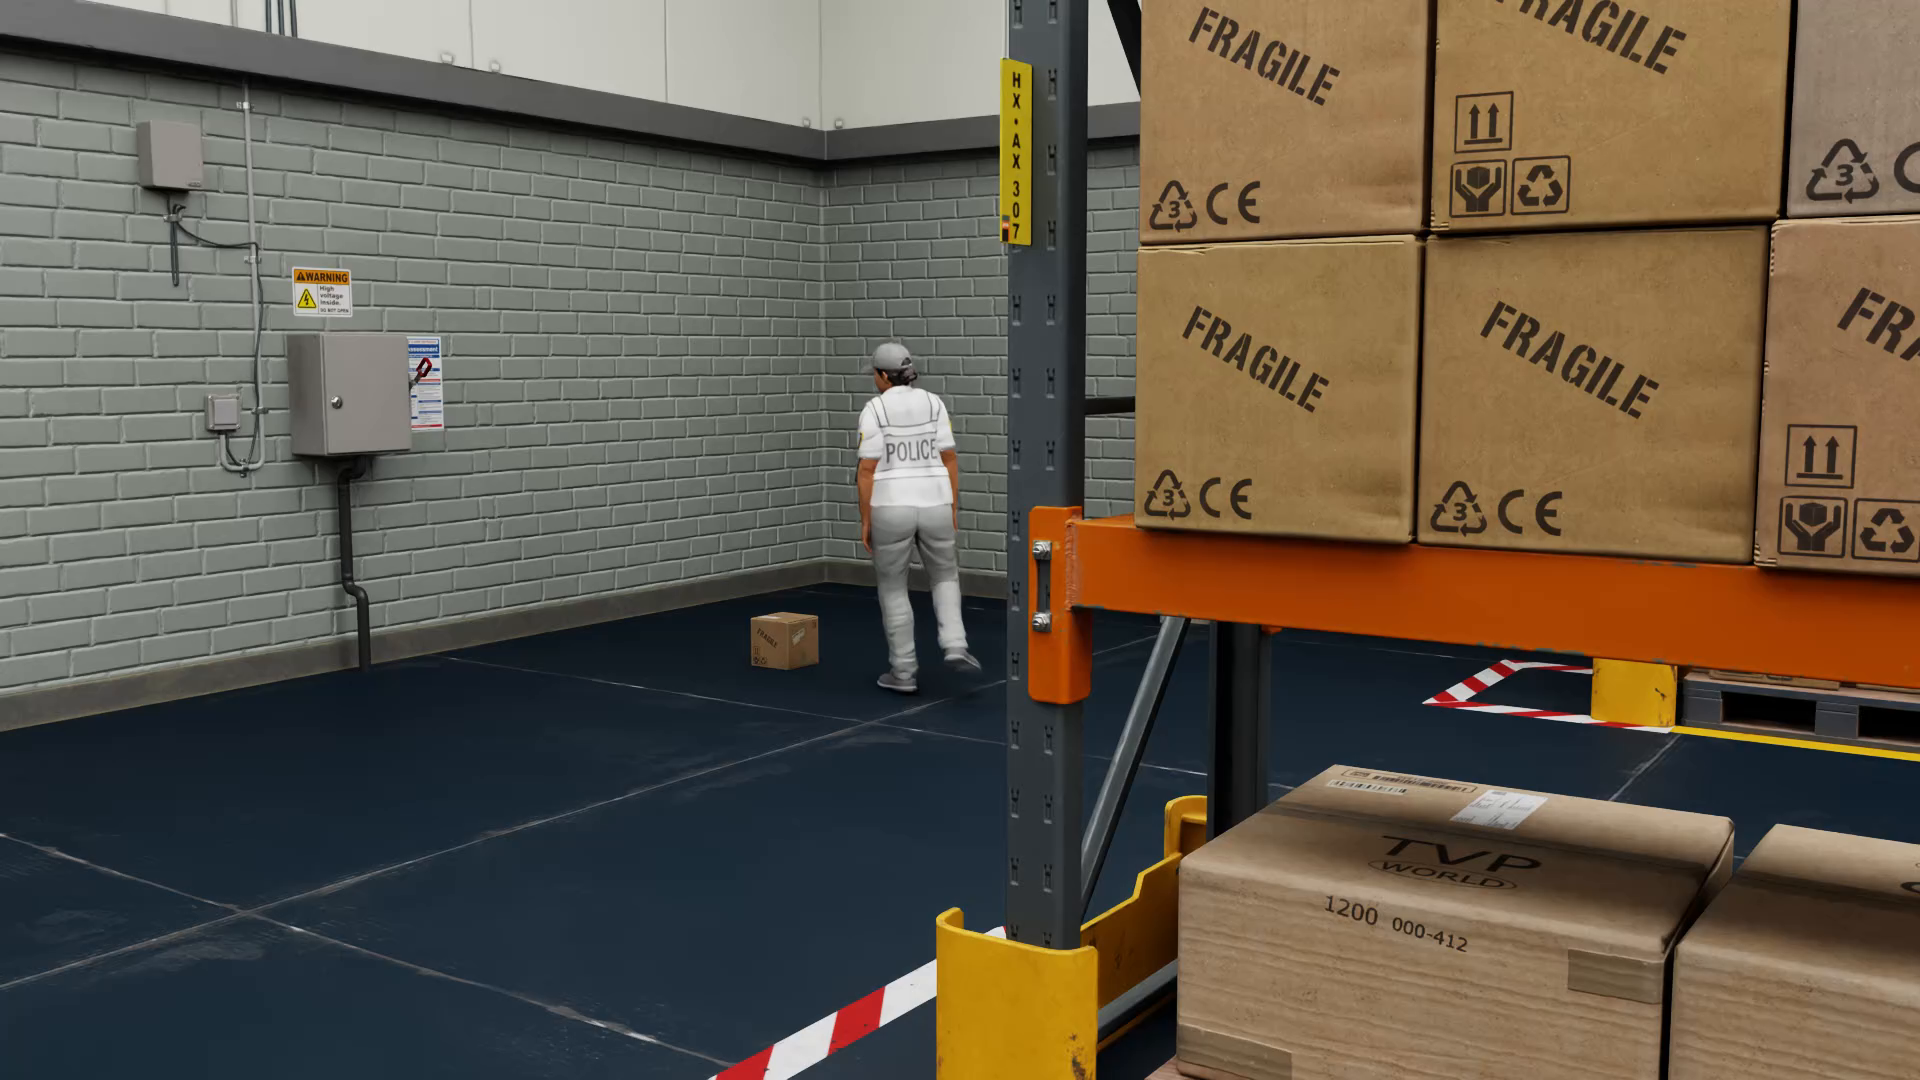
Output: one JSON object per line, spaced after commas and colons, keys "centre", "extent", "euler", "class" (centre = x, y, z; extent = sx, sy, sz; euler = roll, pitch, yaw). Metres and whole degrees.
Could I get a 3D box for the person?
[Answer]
{"centre": [-0.204, -0.098, 7.851], "extent": [0.553, 1.661, 0.594], "euler": [-3, 7, -21], "class": "person"}
